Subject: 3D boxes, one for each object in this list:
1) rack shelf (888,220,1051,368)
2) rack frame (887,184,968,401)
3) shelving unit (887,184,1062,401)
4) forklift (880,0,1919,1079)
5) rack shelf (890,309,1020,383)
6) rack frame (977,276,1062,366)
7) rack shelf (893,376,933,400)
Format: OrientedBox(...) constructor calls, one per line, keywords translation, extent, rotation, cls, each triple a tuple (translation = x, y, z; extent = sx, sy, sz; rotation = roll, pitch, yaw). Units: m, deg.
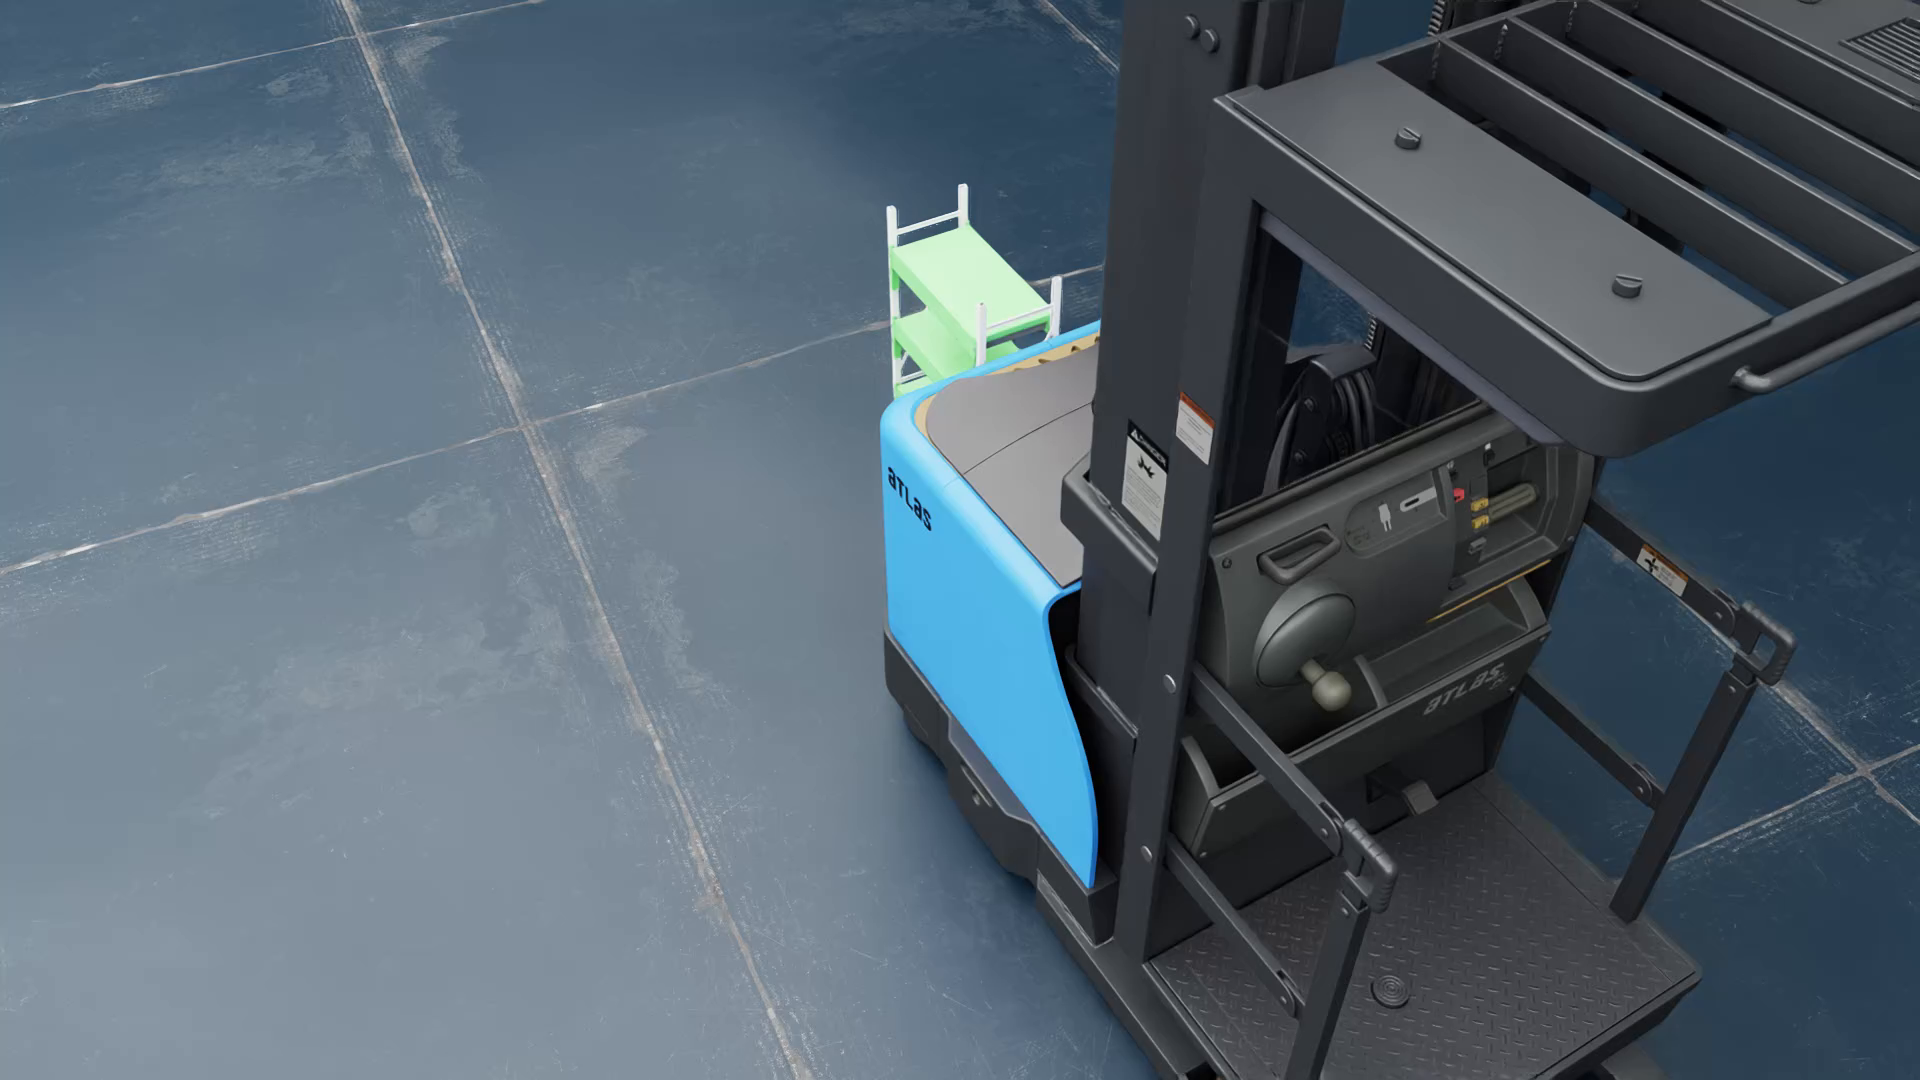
OrientedBox(translation=(0.031, -0.644, 4.456), extent=(0.258, 0.148, 0.480), rotation=(-21, 48, -20), cls="rack shelf")
OrientedBox(translation=(-0.087, -0.498, 4.900), extent=(0.240, 1.200, 0.015), rotation=(-21, 48, -20), cls="rack frame")
OrientedBox(translation=(0.031, -0.348, 4.748), extent=(0.258, 1.200, 0.503), rotation=(-21, 48, -20), cls="shelving unit")
OrientedBox(translation=(0.977, 0.099, 3.063), extent=(1.130, 2.935, 3.031), rotation=(-23, 49, -22), cls="forklift")
OrientedBox(translation=(0.031, -0.473, 4.625), extent=(0.258, 0.148, 0.480), rotation=(-21, 48, -20), cls="rack shelf")
OrientedBox(translation=(0.150, -0.198, 4.596), extent=(0.240, 1.200, 0.015), rotation=(-21, 48, -20), cls="rack frame")
OrientedBox(translation=(0.031, -0.302, 4.793), extent=(0.258, 0.148, 0.480), rotation=(-21, 48, -20), cls="rack shelf")
